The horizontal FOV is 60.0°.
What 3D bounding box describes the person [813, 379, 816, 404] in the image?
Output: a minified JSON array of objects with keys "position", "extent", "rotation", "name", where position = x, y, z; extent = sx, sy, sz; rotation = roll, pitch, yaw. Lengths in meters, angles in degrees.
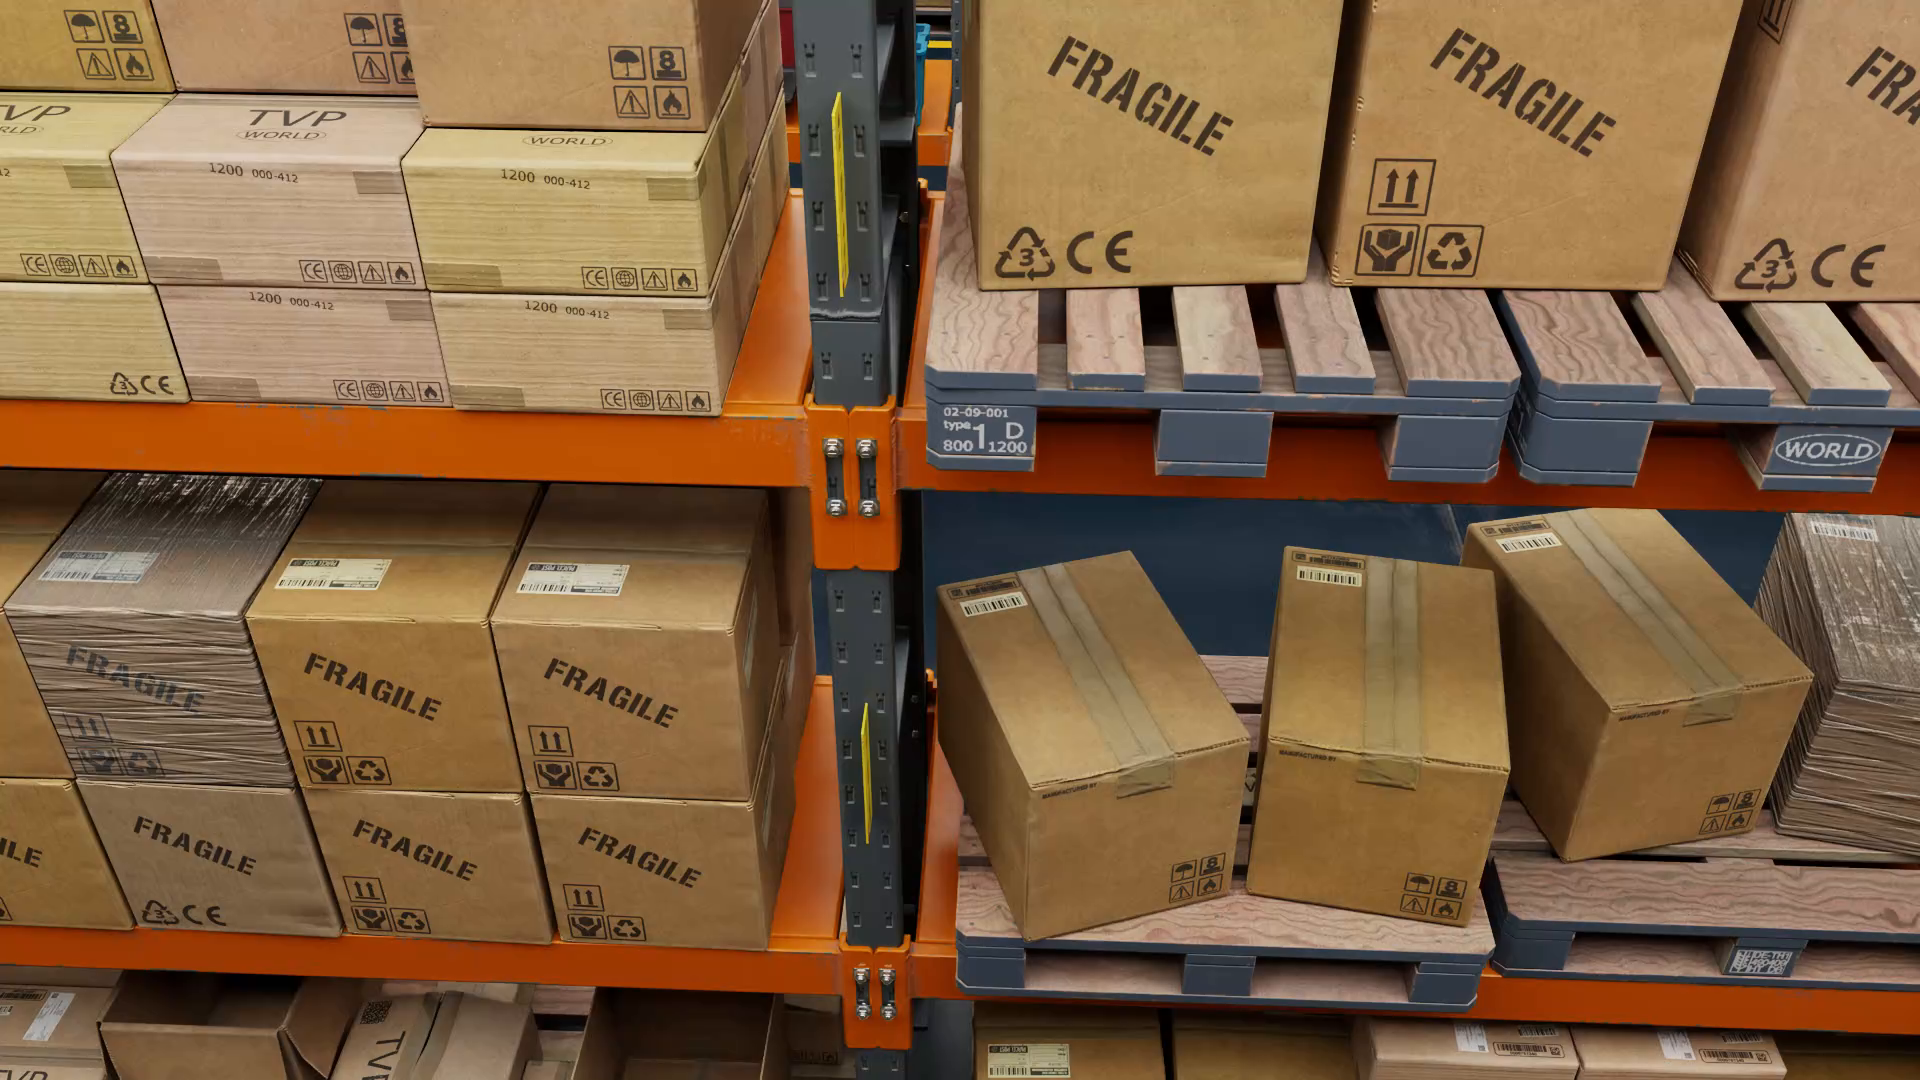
[{"position":[-0.483,-0.718,7.148],"extent":[0.485,1.582,0.344],"rotation":[0,36,-1],"name":"person"}]
